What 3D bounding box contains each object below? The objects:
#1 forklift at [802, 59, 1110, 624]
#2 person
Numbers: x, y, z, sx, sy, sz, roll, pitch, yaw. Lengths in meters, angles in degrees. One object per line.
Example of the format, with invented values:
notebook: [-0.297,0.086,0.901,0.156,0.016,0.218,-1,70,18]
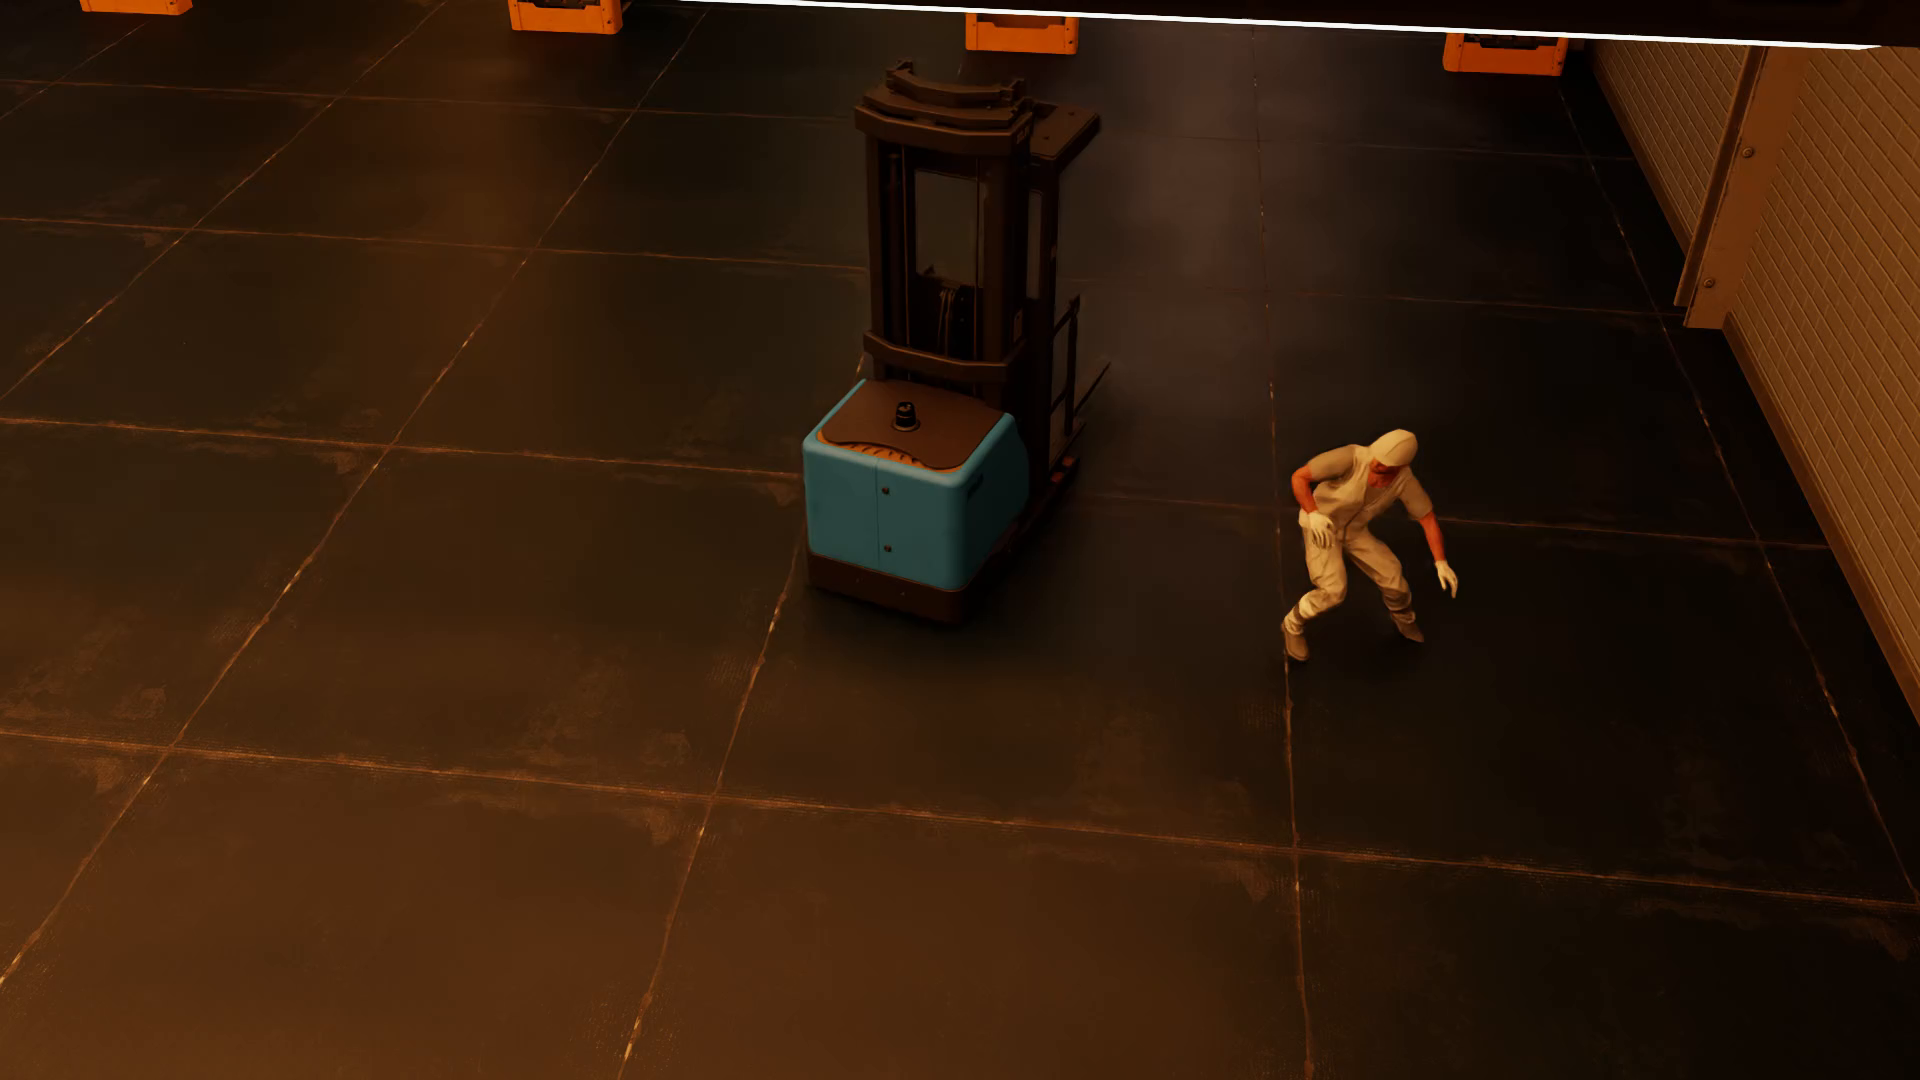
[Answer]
forklift: [0.145,-1.559,10.144,1.130,2.935,3.031,15,39,19]
person: [2.285,0.028,9.238,0.898,1.540,0.777,-8,37,-10]
